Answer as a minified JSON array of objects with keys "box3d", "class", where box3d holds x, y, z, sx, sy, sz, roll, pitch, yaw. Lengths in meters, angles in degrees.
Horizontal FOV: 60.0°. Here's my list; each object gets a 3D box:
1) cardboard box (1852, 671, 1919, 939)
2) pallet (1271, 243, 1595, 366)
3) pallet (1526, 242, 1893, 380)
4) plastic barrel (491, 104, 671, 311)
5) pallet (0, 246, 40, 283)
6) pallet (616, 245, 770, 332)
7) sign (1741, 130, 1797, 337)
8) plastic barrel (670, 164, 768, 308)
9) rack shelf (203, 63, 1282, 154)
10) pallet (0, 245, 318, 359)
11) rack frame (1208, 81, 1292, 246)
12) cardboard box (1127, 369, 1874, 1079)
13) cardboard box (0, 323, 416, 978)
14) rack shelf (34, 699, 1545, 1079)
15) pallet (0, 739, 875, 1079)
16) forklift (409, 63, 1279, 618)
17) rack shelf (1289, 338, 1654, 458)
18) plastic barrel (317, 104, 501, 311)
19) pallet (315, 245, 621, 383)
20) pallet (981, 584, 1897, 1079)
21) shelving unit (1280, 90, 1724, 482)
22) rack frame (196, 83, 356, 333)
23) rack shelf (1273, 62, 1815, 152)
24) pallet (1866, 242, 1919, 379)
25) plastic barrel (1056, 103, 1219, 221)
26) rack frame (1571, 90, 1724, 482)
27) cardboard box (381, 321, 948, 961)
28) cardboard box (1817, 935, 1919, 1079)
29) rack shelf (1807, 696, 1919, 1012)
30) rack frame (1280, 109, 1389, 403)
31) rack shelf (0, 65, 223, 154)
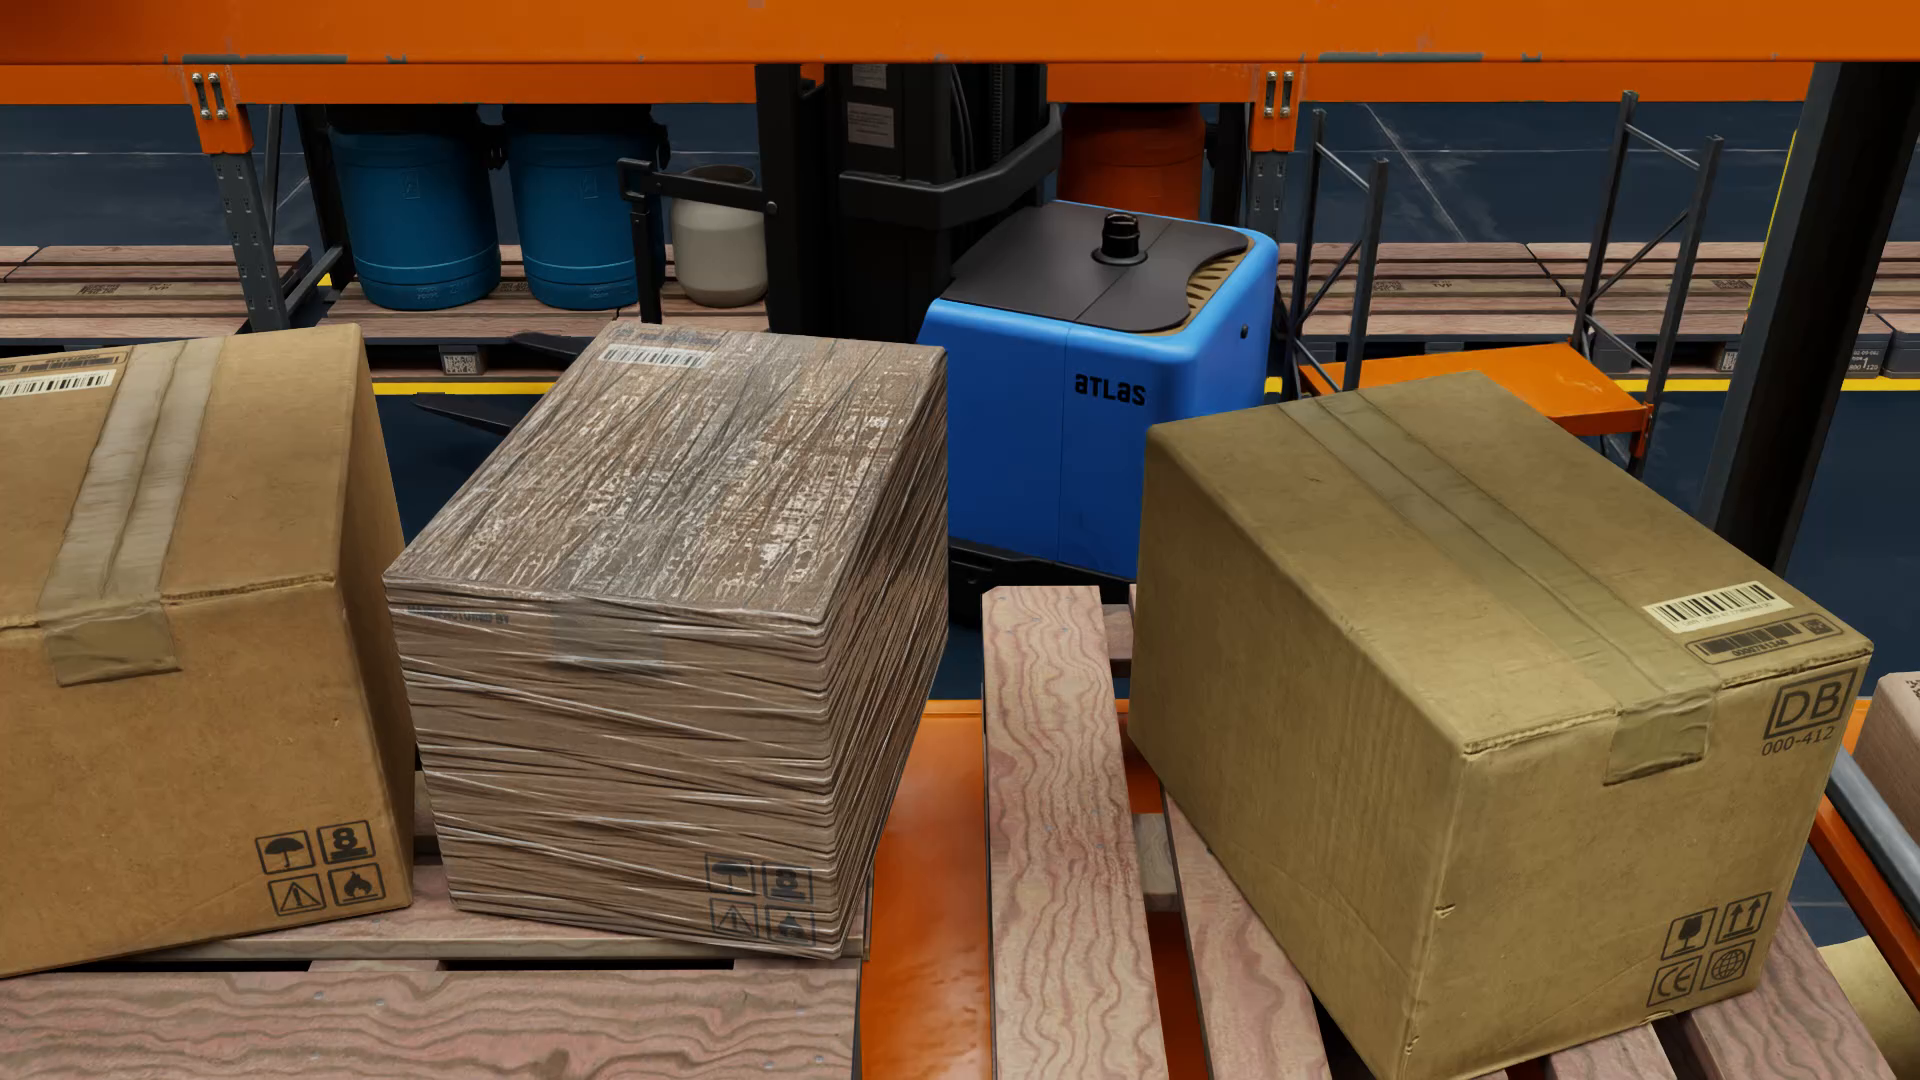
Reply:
[{"box3d":[1.582,0.413,2.263,0.500,0.311,0.500,2,31,3],"class":"cardboard box"},{"box3d":[1.967,-1.006,7.204,1.213,0.211,1.003,0,31,0],"class":"pallet"},{"box3d":[3.184,-1.008,7.208,1.213,0.211,1.003,0,31,0],"class":"pallet"},{"box3d":[-1.556,-1.481,6.917,0.708,0.901,0.600,0,31,0],"class":"plastic barrel"},{"box3d":[-4.766,-0.983,7.167,1.213,0.211,1.003,0,31,0],"class":"pallet"},{"box3d":[-0.813,-0.997,7.190,1.213,0.211,1.003,0,31,0],"class":"pallet"},{"box3d":[1.212,-0.429,2.450,0.005,0.325,0.100,0,31,0],"class":"sign"},{"box3d":[-0.990,-1.270,6.944,0.421,0.512,0.421,0,31,0],"class":"plastic barrel"},{"box3d":[-0.808,-1.902,6.687,4.000,0.370,1.077,0,31,0],"class":"rack shelf"},{"box3d":[-3.543,-0.989,7.176,1.213,0.211,1.003,0,31,0],"class":"pallet"},{"box3d":[1.192,-2.216,6.510,0.127,3.000,1.000,0,31,0],"class":"rack frame"},{"box3d":[0.589,0.192,2.041,0.500,0.500,0.700,-11,33,-17],"class":"cardboard box"},{"box3d":[-1.015,0.106,2.182,0.500,0.500,0.700,-8,32,-13],"class":"cardboard box"},{"box3d":[-0.782,0.667,2.452,4.000,0.370,1.077,0,31,0],"class":"rack shelf"},{"box3d":[-0.726,0.444,2.311,1.213,0.211,1.003,0,31,0],"class":"pallet"},{"box3d":[-0.531,-1.409,5.246,3.031,2.935,1.130,13,34,21],"class":"forklift"},{"box3d":[1.618,-0.421,5.346,1.000,0.185,0.538,-6,32,-9],"class":"rack shelf"},{"box3d":[-2.264,-1.479,6.913,0.708,0.901,0.600,0,31,0],"class":"plastic barrel"},{"box3d":[-2.036,-0.992,7.181,1.213,0.211,1.003,0,31,0],"class":"pallet"},{"box3d":[0.541,0.474,2.262,1.003,0.211,1.213,0,31,0],"class":"pallet"},{"box3d":[1.609,-0.574,5.251,1.083,1.500,0.587,-6,32,-9],"class":"shelving unit"},{"box3d":[-2.808,-2.203,6.490,0.127,3.000,1.000,0,31,0],"class":"rack frame"},{"box3d":[3.192,-1.915,6.707,4.000,0.370,1.077,0,31,0],"class":"rack shelf"},{"box3d":[4.407,-1.014,7.217,1.213,0.211,1.003,0,31,0],"class":"pallet"},{"box3d":[0.703,-1.457,6.947,0.708,0.830,0.600,0,31,0],"class":"plastic barrel"},{"box3d":[2.117,-0.626,5.335,0.032,1.500,0.500,-6,32,-9],"class":"rack frame"},{"box3d":[-0.327,0.096,2.200,0.500,0.500,0.700,6,32,9],"class":"cardboard box"},{"box3d":[1.741,0.980,2.948,0.500,0.311,0.500,1,31,1],"class":"cardboard box"},{"box3d":[3.218,0.655,2.472,4.000,0.370,1.077,0,31,0],"class":"rack shelf"},{"box3d":[1.119,-0.525,5.169,0.032,1.500,0.500,-6,32,-9],"class":"rack frame"},{"box3d":[-4.808,-1.889,6.666,4.000,0.370,1.077,0,31,0],"class":"rack shelf"}]
